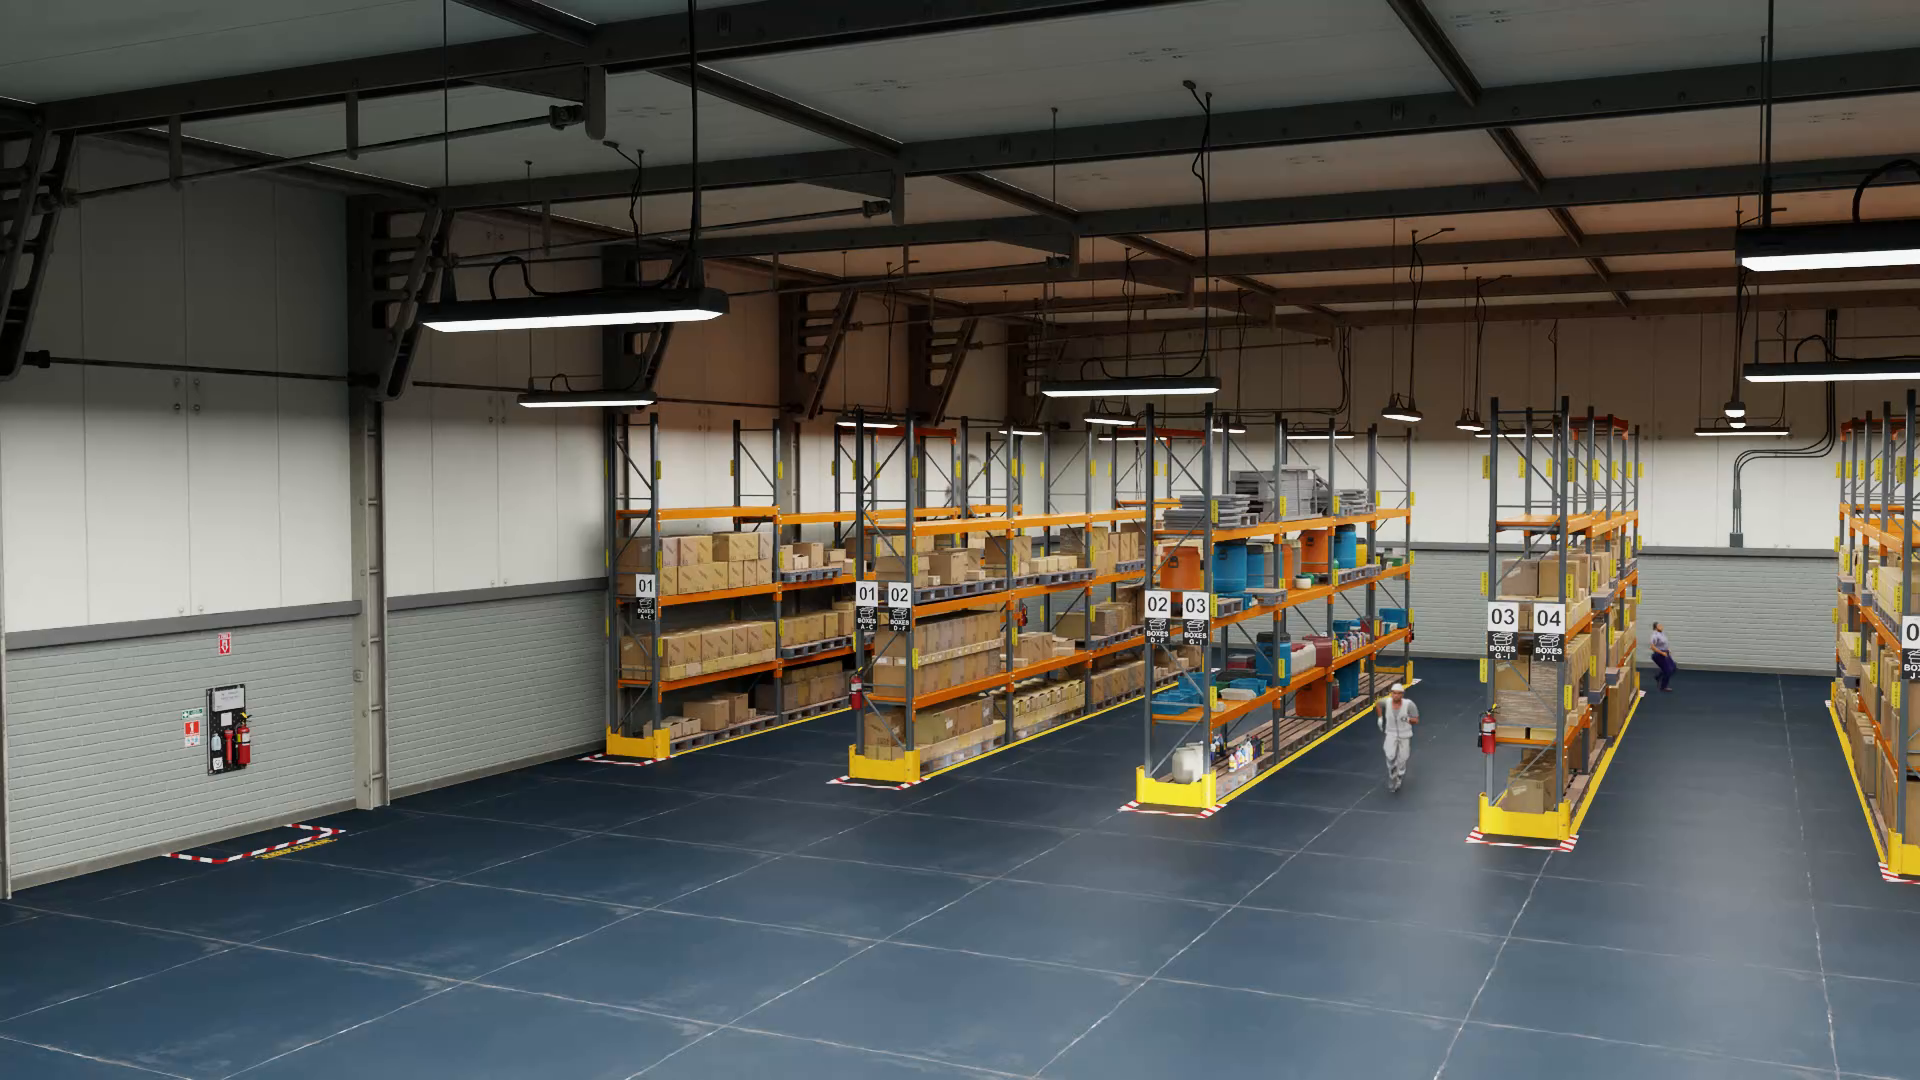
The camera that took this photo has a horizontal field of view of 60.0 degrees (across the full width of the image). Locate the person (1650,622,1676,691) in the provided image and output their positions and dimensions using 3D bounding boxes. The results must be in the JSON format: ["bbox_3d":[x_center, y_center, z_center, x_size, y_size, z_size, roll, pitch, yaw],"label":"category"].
[{"bbox_3d":[15.872,2.633,37.589,0.509,1.580,0.622,2,3,41],"label":"person"}]

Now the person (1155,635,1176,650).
[{"bbox_3d":[5.332,2.381,43.129,0.860,1.657,0.589,2,3,36],"label":"person"}]

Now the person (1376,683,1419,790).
[{"bbox_3d":[6.744,3.040,25.666,0.642,1.700,0.886,1,2,15],"label":"person"}]
